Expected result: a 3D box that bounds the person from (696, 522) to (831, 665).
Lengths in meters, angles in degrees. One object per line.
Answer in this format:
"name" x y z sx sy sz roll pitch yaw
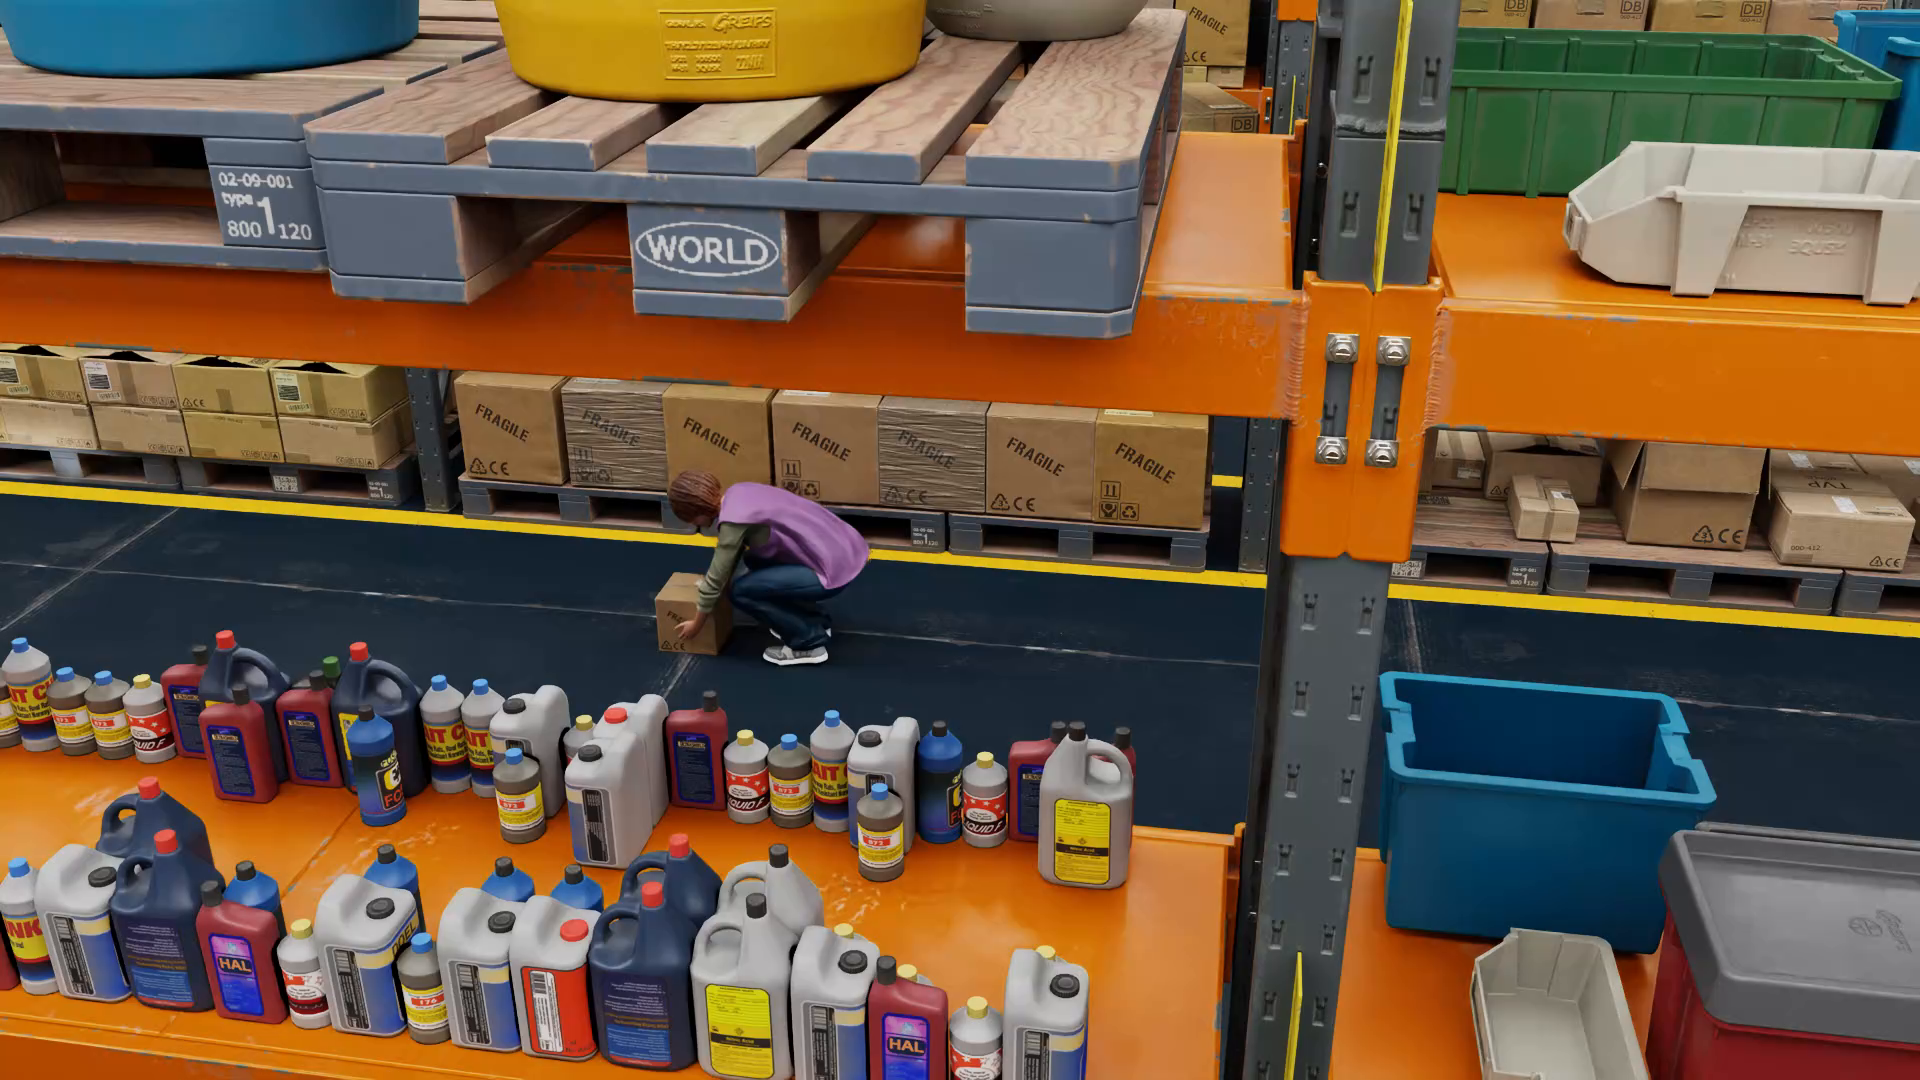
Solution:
"person" -0.723 0.138 6.847 0.665 0.731 0.408 4 26 9
